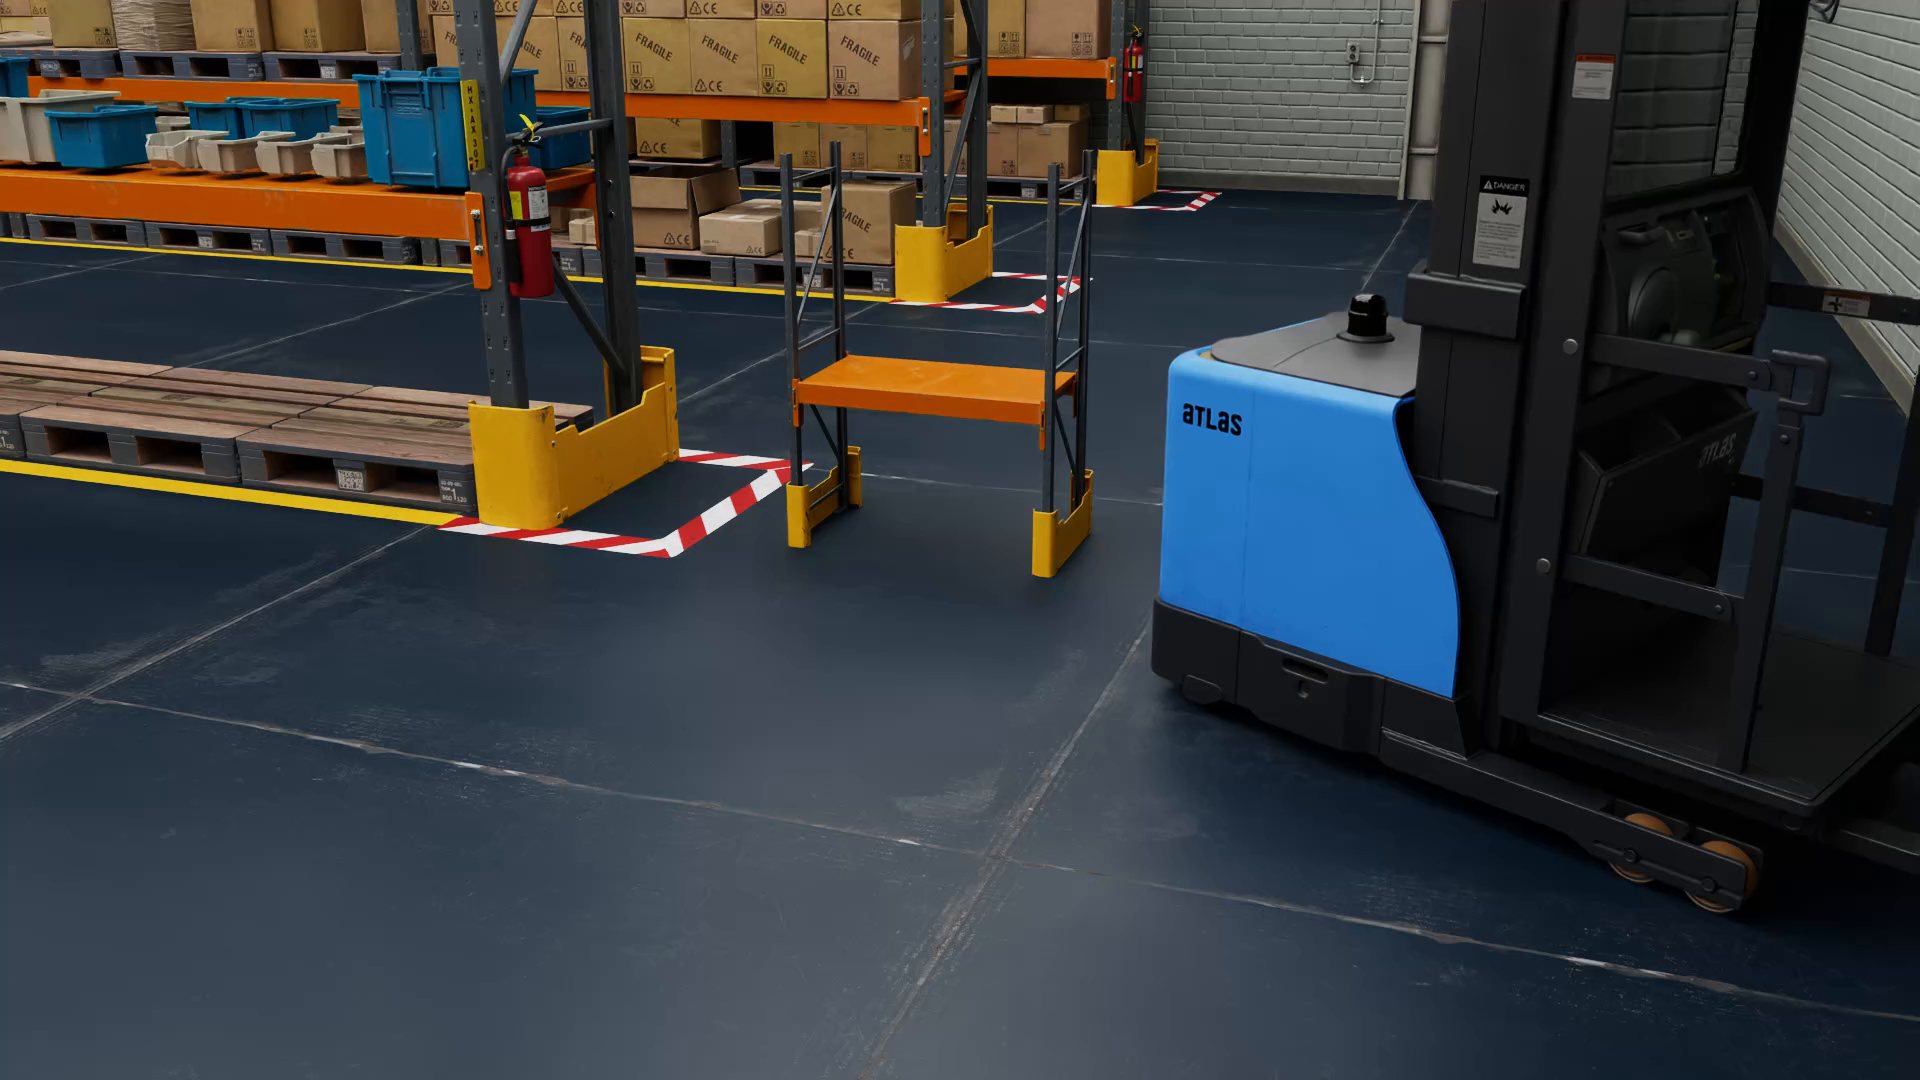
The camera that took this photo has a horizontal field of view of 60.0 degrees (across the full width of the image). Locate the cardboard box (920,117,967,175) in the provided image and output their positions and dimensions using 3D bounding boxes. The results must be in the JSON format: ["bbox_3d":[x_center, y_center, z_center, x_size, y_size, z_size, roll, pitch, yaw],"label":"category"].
[{"bbox_3d":[-0.047,-3.897,16.359,0.500,0.500,0.700,6,20,16],"label":"cardboard box"}]

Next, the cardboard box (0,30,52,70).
[{"bbox_3d":[-7.914,-4.061,13.805,0.500,0.311,0.500,8,21,21],"label":"cardboard box"}]

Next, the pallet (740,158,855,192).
[{"bbox_3d":[-1.491,-3.736,16.972,1.213,0.211,1.003,7,20,18],"label":"pallet"}]

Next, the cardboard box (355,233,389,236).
[{"bbox_3d":[-4.366,-2.610,12.635,0.500,0.500,0.500,6,20,18],"label":"cardboard box"}]

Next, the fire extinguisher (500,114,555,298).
[{"bbox_3d":[-1.663,-1.276,6.364,0.183,0.674,0.296,7,20,18],"label":"fire extinguisher"}]

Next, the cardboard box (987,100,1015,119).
[{"bbox_3d":[0.369,-4.226,16.316,0.250,0.149,0.380,7,20,19],"label":"cardboard box"}]

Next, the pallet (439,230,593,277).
[{"bbox_3d":[-3.158,-2.227,12.644,1.213,0.211,1.003,7,20,18],"label":"pallet"}]

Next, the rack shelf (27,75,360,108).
[{"bbox_3d":[-5.695,-3.495,13.137,4.000,0.370,1.077,7,20,18],"label":"rack shelf"}]

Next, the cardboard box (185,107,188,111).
[{"bbox_3d":[-8.535,-4.936,19.308,0.500,0.500,0.700,6,20,17],"label":"cardboard box"}]

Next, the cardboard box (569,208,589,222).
[{"bbox_3d":[-2.801,-2.485,12.810,0.250,0.149,0.380,7,20,18],"label":"cardboard box"}]

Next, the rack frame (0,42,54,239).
[{"bbox_3d":[-7.584,-4.050,13.638,0.127,3.000,1.000,7,20,18],"label":"rack frame"}]

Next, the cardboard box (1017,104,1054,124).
[{"bbox_3d":[0.719,-4.053,15.820,0.250,0.149,0.380,6,20,17],"label":"cardboard box"}]

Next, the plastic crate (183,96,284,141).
[{"bbox_3d":[-3.309,-1.899,7.631,0.300,0.233,0.416,7,20,18],"label":"plastic crate"}]

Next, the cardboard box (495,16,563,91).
[{"bbox_3d":[-2.929,-3.471,11.826,0.500,0.500,0.500,7,20,19],"label":"cardboard box"}]

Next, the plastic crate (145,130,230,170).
[{"bbox_3d":[-3.312,-1.666,7.109,0.250,0.136,0.298,7,20,18],"label":"plastic crate"}]

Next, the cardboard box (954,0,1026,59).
[{"bbox_3d":[0.419,-4.995,15.894,0.700,0.700,0.980,6,20,18],"label":"cardboard box"}]

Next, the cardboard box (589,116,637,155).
[{"bbox_3d":[-3.681,-4.467,17.462,0.750,0.750,0.750,7,20,20],"label":"cardboard box"}]

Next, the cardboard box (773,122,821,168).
[{"bbox_3d":[-1.511,-4.064,16.838,0.500,0.500,0.700,7,20,19],"label":"cardboard box"}]

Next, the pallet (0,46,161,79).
[{"bbox_3d":[-6.921,-3.908,13.523,1.003,0.211,1.213,7,20,18],"label":"pallet"}]

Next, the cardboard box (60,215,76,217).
[{"bbox_3d":[-7.248,-2.940,13.582,0.500,0.500,0.500,7,21,20],"label":"cardboard box"}]

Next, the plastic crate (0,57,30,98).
[{"bbox_3d":[-4.882,-2.155,8.134,0.575,0.384,0.392,7,20,18],"label":"plastic crate"}]

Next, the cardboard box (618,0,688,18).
[{"bbox_3d":[-1.992,-3.832,11.343,0.500,0.500,0.500,7,20,20],"label":"cardboard box"}]

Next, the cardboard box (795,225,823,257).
[{"bbox_3d":[-0.975,-2.110,11.708,0.250,0.166,0.380,7,20,18],"label":"cardboard box"}]

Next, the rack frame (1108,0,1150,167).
[{"bbox_3d":[1.595,-4.727,15.579,0.127,3.000,1.000,7,20,18],"label":"rack frame"}]

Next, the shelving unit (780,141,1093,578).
[{"bbox_3d":[-0.072,-0.716,6.353,1.083,1.500,0.587,7,20,18],"label":"shelving unit"}]

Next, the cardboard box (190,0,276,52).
[{"bbox_3d":[-5.495,-4.035,12.806,0.500,0.500,0.700,1,19,4],"label":"cardboard box"}]

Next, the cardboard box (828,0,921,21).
[{"bbox_3d":[-0.538,-3.668,10.871,0.500,0.500,0.500,6,20,18],"label":"cardboard box"}]

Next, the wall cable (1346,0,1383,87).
[{"bbox_3d":[3.115,-5.362,15.859,1.851,1.984,0.084,7,20,18],"label":"wall cable"}]

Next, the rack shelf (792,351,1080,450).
[{"bbox_3d":[-0.081,-0.548,6.415,1.000,0.185,0.538,7,20,18],"label":"rack shelf"}]

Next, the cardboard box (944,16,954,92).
[{"bbox_3d":[-0.360,-3.363,11.516,0.500,0.500,0.500,7,20,19],"label":"cardboard box"}]

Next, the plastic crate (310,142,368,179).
[{"bbox_3d":[-2.486,-1.582,6.867,0.243,0.136,0.396,7,20,18],"label":"plastic crate"}]

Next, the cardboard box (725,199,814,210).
[{"bbox_3d":[-1.393,-2.350,12.271,0.500,0.250,0.500,7,20,18],"label":"cardboard box"}]

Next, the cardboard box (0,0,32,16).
[{"bbox_3d":[-10.762,-6.323,19.216,0.500,0.500,0.500,6,20,18],"label":"cardboard box"}]

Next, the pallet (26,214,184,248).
[{"bbox_3d":[-6.892,-2.641,13.832,1.213,0.211,1.003,7,20,18],"label":"pallet"}]

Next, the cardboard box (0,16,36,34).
[{"bbox_3d":[-10.756,-5.975,19.357,0.500,0.250,0.500,7,20,18],"label":"cardboard box"}]

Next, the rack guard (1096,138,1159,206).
[{"bbox_3d":[1.617,-3.544,15.983,0.348,0.500,1.175,7,20,18],"label":"rack guard"}]

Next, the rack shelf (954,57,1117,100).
[{"bbox_3d":[-0.295,-4.603,16.317,4.000,0.370,1.077,7,20,18],"label":"rack shelf"}]

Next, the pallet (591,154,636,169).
[{"bbox_3d":[-4.094,-4.033,17.826,1.213,0.211,1.003,7,20,18],"label":"pallet"}]

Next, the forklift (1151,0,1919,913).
[{"bbox_3d":[1.989,-0.680,4.073,1.130,2.935,3.031,-18,26,-41],"label":"forklift"}]

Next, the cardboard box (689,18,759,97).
[{"bbox_3d":[-1.501,-3.308,11.356,0.500,0.500,0.500,7,20,18],"label":"cardboard box"}]

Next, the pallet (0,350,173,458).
[{"bbox_3d":[-4.728,-0.694,8.248,1.213,0.211,1.003,7,20,18],"label":"pallet"}]

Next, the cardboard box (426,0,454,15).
[{"bbox_3d":[-3.453,-3.999,11.821,0.500,0.500,0.500,7,20,19],"label":"cardboard box"}]
